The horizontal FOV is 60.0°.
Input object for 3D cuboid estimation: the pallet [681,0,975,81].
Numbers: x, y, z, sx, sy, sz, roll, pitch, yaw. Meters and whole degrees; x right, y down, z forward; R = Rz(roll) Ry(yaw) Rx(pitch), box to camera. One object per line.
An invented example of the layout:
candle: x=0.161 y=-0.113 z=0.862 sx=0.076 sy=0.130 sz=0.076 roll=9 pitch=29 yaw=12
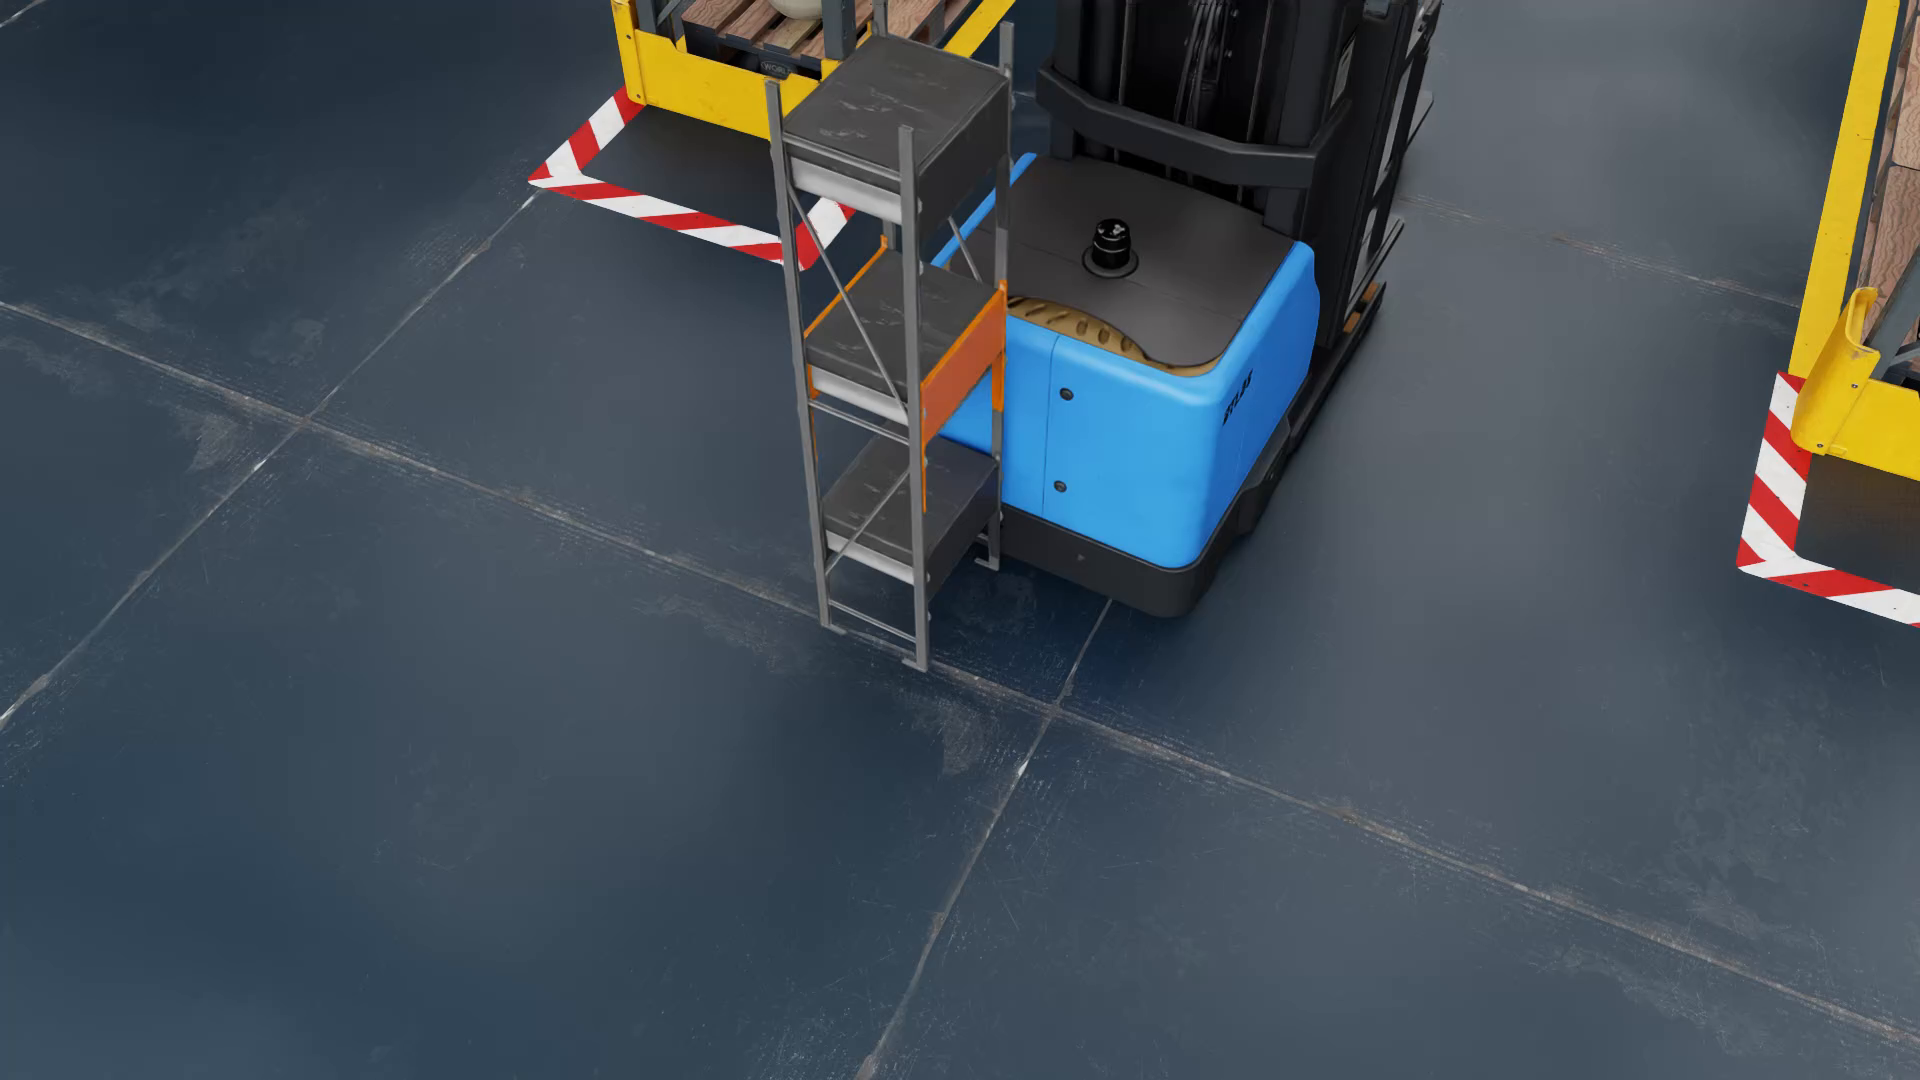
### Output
pallet: x=-0.557 y=-2.528 z=7.762 sx=1.003 sy=0.211 sz=1.213 roll=20 pitch=52 yaw=16

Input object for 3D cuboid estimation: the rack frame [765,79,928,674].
rack frame: x=-0.282 y=-0.327 z=4.650 sx=0.400 sy=2.100 sz=0.015 roll=23 pitch=53 yaw=18

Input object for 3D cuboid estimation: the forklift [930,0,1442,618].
forklift: x=0.991 y=-1.821 z=5.375 sx=1.130 sy=2.935 sz=3.031 roll=23 pitch=53 yaw=18

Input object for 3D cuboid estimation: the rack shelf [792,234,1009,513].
rack shelf: x=-0.163 y=-0.481 z=4.798 sx=0.431 sy=0.518 sz=0.480 roll=23 pitch=53 yaw=18

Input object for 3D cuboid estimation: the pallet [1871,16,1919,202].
pallet: x=4.514 y=-1.728 z=7.082 sx=1.003 sy=0.211 sz=1.213 roll=20 pitch=52 yaw=16

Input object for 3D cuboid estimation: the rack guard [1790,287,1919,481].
rack guard: x=3.612 y=-0.437 z=5.793 sx=1.175 sy=0.500 sz=0.348 roll=20 pitch=52 yaw=16

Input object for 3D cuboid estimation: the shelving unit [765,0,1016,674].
shelving unit: x=-0.163 y=-0.489 z=4.788 sx=0.431 sy=2.100 sz=0.503 roll=23 pitch=53 yaw=18

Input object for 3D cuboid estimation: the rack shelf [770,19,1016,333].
rack shelf: x=-0.163 y=-0.934 z=4.265 sx=0.431 sy=0.518 sz=0.480 roll=23 pitch=53 yaw=18

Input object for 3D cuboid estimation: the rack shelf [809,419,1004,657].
rack shelf: x=-0.163 y=-0.027 z=5.331 sx=0.431 sy=0.518 sz=0.480 roll=23 pitch=53 yaw=18

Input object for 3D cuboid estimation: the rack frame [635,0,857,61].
rack frame: x=-0.899 y=-2.806 z=6.168 sx=1.000 sy=3.000 sz=0.127 roll=20 pitch=52 yaw=16

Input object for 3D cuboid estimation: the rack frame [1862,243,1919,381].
rack frame: x=3.580 y=-1.195 z=4.797 sx=1.000 sy=3.000 sz=0.127 roll=20 pitch=52 yaw=16

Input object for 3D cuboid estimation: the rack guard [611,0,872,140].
rack guard: x=-0.909 y=-2.064 z=7.178 sx=1.175 sy=0.500 sz=0.348 roll=20 pitch=52 yaw=16

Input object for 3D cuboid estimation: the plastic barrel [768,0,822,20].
plastic barrel: x=-0.686 y=-2.614 z=7.363 sx=0.421 sy=0.512 sz=0.421 roll=0 pitch=50 yaw=0

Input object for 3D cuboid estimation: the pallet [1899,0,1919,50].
pallet: x=5.034 y=-2.571 z=7.799 sx=1.003 sy=0.211 sz=1.213 roll=20 pitch=52 yaw=16

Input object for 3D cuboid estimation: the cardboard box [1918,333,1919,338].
cardboard box: x=3.862 y=-0.945 z=5.950 sx=0.500 sy=0.500 sz=0.500 roll=29 pitch=55 yaw=22

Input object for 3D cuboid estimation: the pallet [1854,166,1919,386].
pallet: x=3.991 y=-0.891 z=6.370 sx=1.003 sy=0.211 sz=1.213 roll=20 pitch=52 yaw=16

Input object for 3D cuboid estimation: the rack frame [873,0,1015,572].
rack frame: x=-0.044 y=-0.652 z=4.926 sx=0.400 sy=2.100 sz=0.015 roll=23 pitch=53 yaw=18
